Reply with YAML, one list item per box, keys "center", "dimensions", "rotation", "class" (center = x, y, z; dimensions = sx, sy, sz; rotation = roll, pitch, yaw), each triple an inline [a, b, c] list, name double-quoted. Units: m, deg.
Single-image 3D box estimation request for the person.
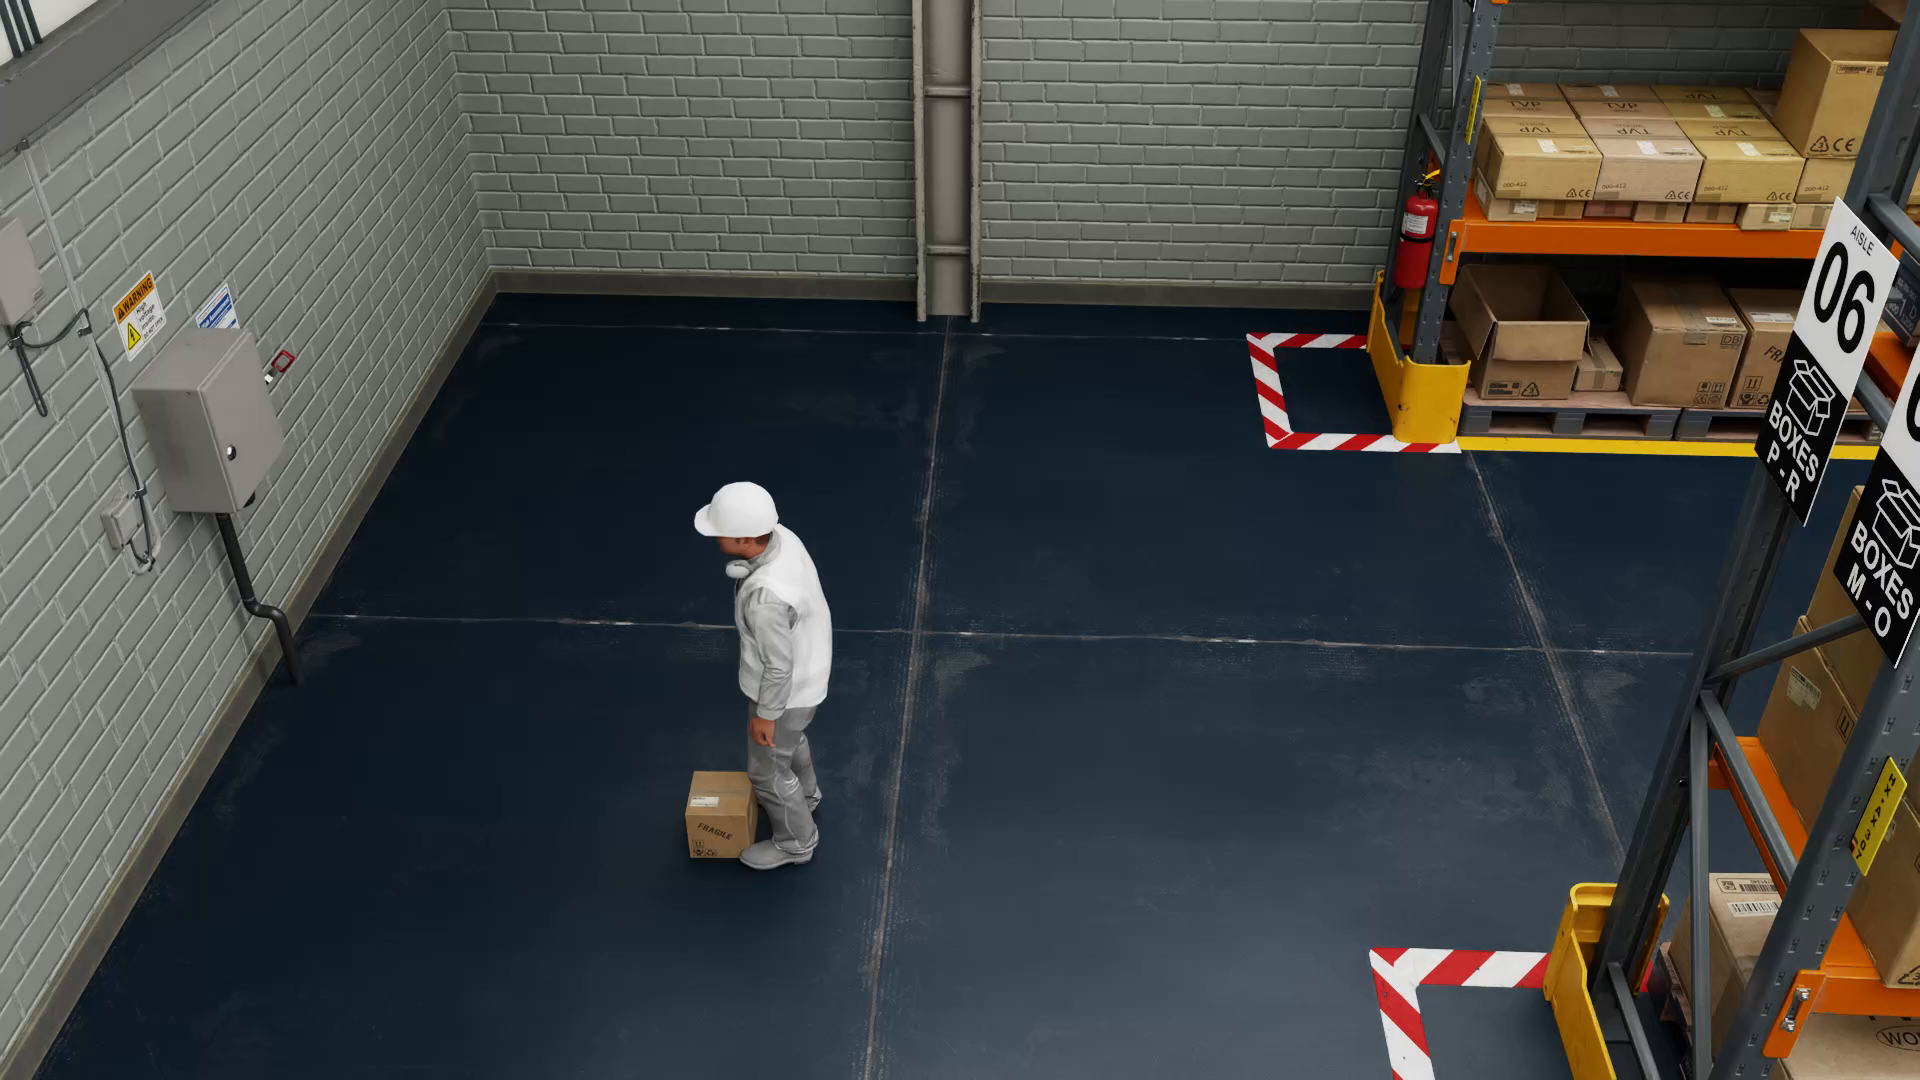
- center: [-0.714, 0.514, 6.372]
  dimensions: [0.462, 1.771, 0.594]
  rotation: [-1, 35, -1]
  class: "person"
